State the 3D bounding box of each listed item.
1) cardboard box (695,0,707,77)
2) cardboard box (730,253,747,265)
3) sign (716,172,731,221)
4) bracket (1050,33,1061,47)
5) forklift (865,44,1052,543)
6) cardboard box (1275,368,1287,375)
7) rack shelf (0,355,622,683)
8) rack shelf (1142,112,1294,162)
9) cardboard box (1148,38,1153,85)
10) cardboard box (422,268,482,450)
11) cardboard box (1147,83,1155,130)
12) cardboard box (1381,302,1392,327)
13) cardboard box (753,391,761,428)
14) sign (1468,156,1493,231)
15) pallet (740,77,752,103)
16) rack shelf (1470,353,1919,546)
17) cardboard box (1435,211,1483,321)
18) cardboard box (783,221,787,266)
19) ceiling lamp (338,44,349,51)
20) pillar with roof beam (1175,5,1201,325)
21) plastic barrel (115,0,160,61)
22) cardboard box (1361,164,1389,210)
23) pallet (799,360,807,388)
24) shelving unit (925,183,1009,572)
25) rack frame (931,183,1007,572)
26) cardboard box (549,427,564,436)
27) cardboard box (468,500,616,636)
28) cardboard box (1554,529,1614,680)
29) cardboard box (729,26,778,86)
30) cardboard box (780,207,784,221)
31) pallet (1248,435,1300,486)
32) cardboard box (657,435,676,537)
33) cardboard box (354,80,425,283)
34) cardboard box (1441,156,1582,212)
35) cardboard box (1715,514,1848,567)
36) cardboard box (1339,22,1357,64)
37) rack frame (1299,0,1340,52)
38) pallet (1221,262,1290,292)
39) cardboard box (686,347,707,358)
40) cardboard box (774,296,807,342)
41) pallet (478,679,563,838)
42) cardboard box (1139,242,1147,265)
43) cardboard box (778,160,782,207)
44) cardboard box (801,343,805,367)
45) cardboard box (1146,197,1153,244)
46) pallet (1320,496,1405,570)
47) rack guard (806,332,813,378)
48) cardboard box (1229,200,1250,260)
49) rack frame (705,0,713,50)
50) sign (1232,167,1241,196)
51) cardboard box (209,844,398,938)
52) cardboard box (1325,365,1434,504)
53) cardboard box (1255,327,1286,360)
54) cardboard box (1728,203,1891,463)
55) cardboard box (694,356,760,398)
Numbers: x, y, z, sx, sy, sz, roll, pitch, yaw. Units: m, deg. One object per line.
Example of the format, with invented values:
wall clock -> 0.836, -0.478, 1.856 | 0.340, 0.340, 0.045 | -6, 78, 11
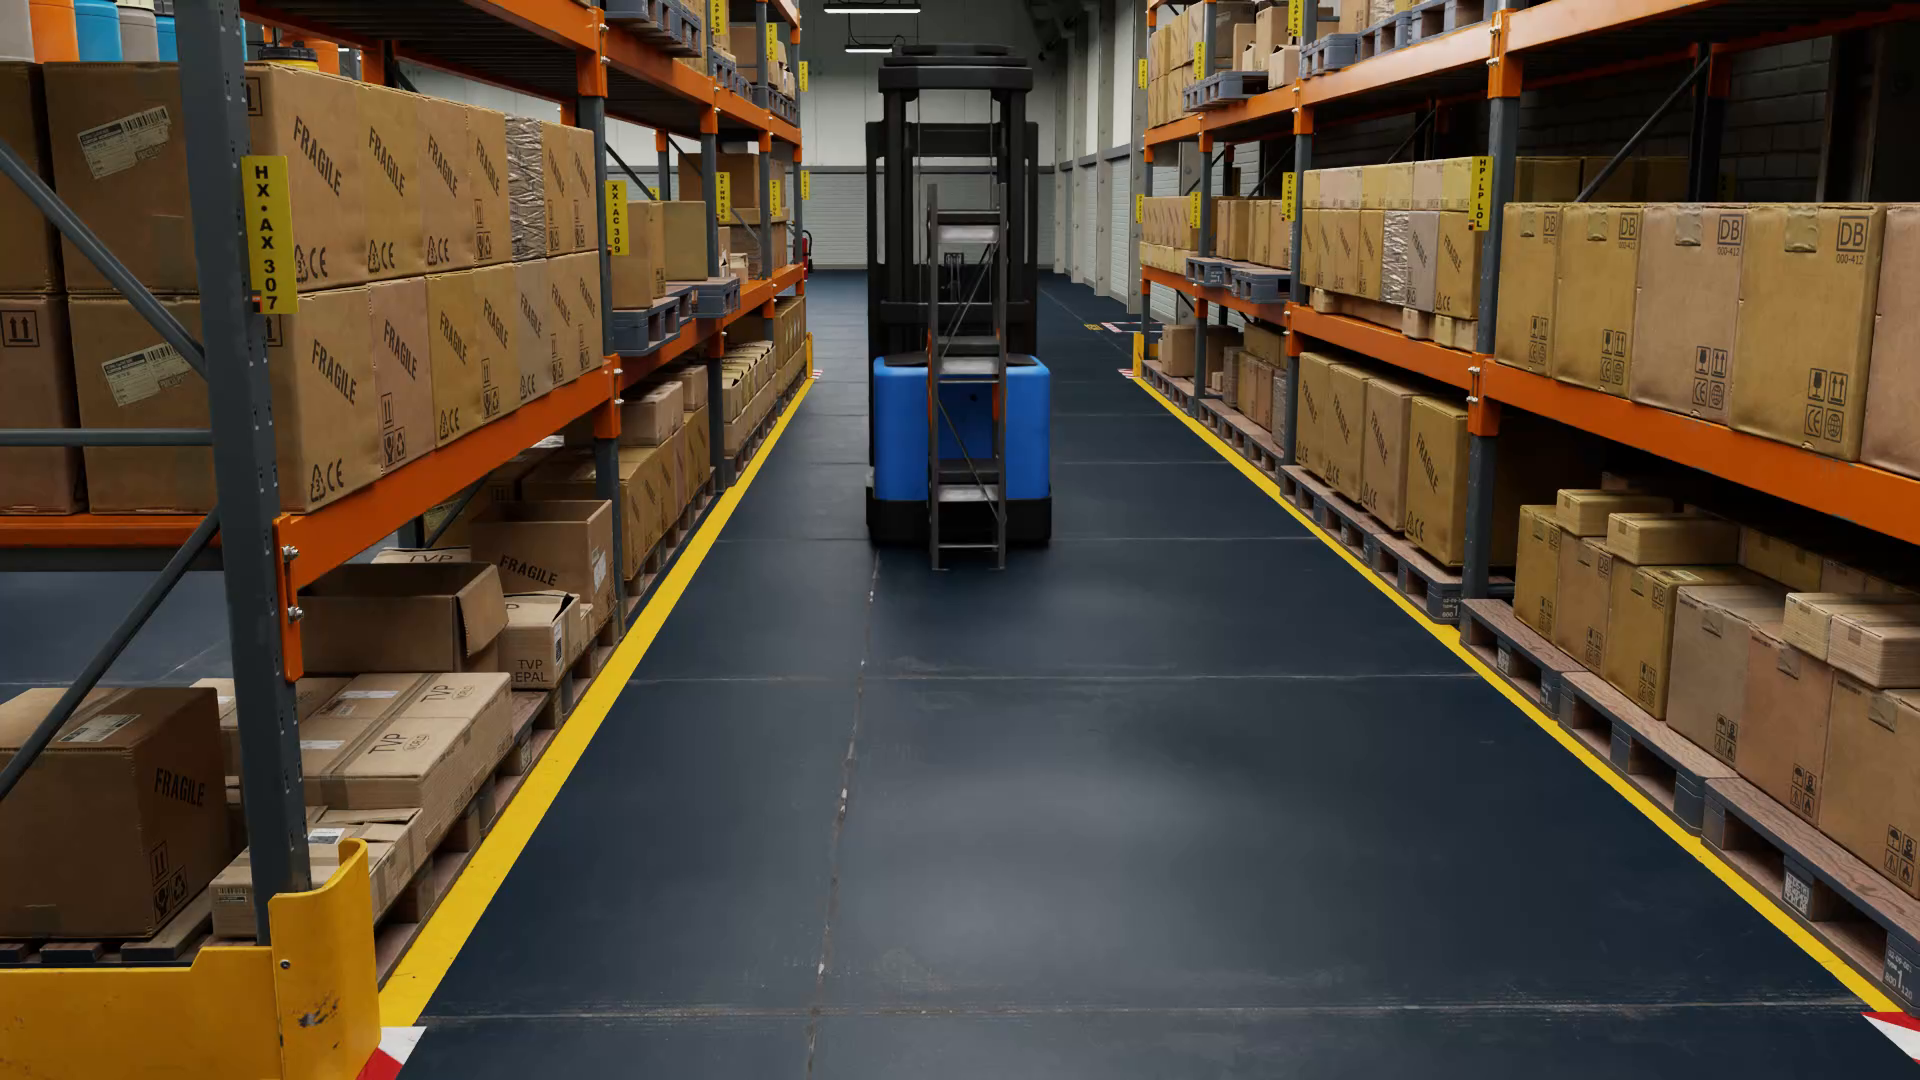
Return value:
cardboard box -> -2.114, -3.234, 10.661 | 0.910, 0.500, 0.500 | 0, 11, -1
cardboard box -> -2.185, -2.426, 14.849 | 0.500, 0.250, 0.500 | 0, 11, 2
sign -> -1.614, -2.335, 11.309 | 0.100, 0.325, 0.005 | 0, 11, -1
bracket -> 2.597, -13.349, 44.172 | 0.076, 0.066, 4.783 | 0, 11, -1
forklift -> -0.064, -1.664, 10.890 | 1.130, 2.935, 3.031 | -1, 11, -3
cardboard box -> 2.835, -1.059, 12.916 | 0.700, 0.500, 0.500 | 0, 11, -1
rack shelf -> -2.033, -0.257, 5.588 | 1.077, 0.370, 4.000 | 0, 11, -1
rack shelf -> 2.672, -4.133, 17.152 | 1.077, 0.370, 4.000 | 0, 11, -1
cardboard box -> 2.396, -5.354, 18.547 | 0.500, 0.500, 0.500 | -1, 12, -5
cardboard box -> -1.760, -0.552, 4.985 | 0.500, 0.500, 0.500 | 0, 11, -1
cardboard box -> 2.388, -4.874, 18.696 | 0.500, 0.500, 0.500 | 0, 11, 0
cardboard box -> 2.612, -1.286, 9.435 | 0.380, 0.149, 0.250 | 0, 11, 1
cardboard box -> -1.912, -1.071, 13.651 | 0.500, 0.250, 0.500 | 0, 11, 0
sign -> 2.336, -1.552, 7.453 | 0.100, 0.325, 0.005 | 0, 11, -1
pallet -> -2.208, -3.798, 14.172 | 0.805, 0.209, 1.217 | -1, 11, -3
rack shelf -> 2.920, -0.278, 5.692 | 1.077, 0.370, 4.000 | 0, 11, -1
cardboard box -> 2.617, -1.323, 7.986 | 0.500, 0.500, 0.500 | 0, 11, -2
cardboard box -> -2.325, -3.348, 18.767 | 0.700, 0.500, 0.500 | 0, 11, -1
ceiling lamp -> -16.386, -14.194, 42.710 | 2.000, 3.185, 0.800 | 0, 11, -1
pillar with roof beam -> -0.918, -7.393, 23.865 | 9.100, 9.000, 0.400 | 0, 11, -1
plastic barrel -> -6.951, -4.063, 13.736 | 0.600, 0.901, 0.600 | 0, 11, 0
cardboard box -> 2.591, -1.996, 9.417 | 0.500, 0.250, 0.500 | 0, 11, -2
pallet -> -2.264, -1.874, 18.763 | 1.003, 0.211, 1.213 | 0, 11, -1
shelving unit -> 0.033, -0.905, 9.237 | 0.431, 2.100, 0.503 | -1, 11, -3
rack frame -> 0.047, -0.856, 8.998 | 0.400, 2.100, 0.015 | -1, 11, -3
cardboard box -> -2.395, -0.393, 9.633 | 0.500, 0.500, 0.500 | -1, 11, -3
cardboard box -> -1.779, 0.115, 7.129 | 0.500, 0.500, 0.500 | 0, 11, -1
cardboard box -> 2.799, 0.240, 6.560 | 0.700, 0.500, 0.500 | 0, 11, -2
cardboard box -> -1.986, -4.492, 15.450 | 0.500, 0.500, 0.500 | 1, 11, 4
cardboard box -> -2.108, -3.531, 18.036 | 0.380, 0.149, 0.250 | 0, 11, 0
pallet -> 2.781, -0.612, 12.543 | 1.003, 0.211, 1.213 | 0, 11, -1
cardboard box -> -1.865, -0.300, 9.173 | 0.500, 0.500, 0.500 | 0, 11, 0
cardboard box -> -1.755, -0.944, 4.400 | 0.500, 0.500, 0.500 | 0, 11, -1
cardboard box -> 2.613, -1.692, 7.917 | 0.500, 0.250, 0.500 | 0, 11, 0
cardboard box -> 3.010, 0.000, 6.112 | 0.380, 0.149, 0.250 | 0, 11, -1
cardboard box -> 3.011, -3.496, 11.900 | 0.500, 0.500, 0.500 | 0, 11, -1
rack frame -> 2.796, -4.763, 10.903 | 1.000, 3.000, 0.127 | 0, 11, -1
pallet -> 2.714, -2.122, 13.458 | 1.003, 0.211, 1.213 | 0, 11, -1
cardboard box -> -2.475, -1.547, 14.591 | 0.500, 0.311, 0.500 | 0, 11, -2
cardboard box -> -2.013, -2.512, 18.872 | 0.500, 0.500, 0.500 | 0, 11, -1
pallet -> -2.033, 0.740, 5.883 | 1.003, 0.211, 1.213 | 0, 11, -1
cardboard box -> 2.323, -3.251, 18.867 | 0.500, 0.250, 0.500 | -1, 11, -3
cardboard box -> -2.308, -3.869, 18.071 | 0.700, 0.500, 0.500 | -1, 11, -3
cardboard box -> -1.993, -2.046, 18.457 | 0.500, 0.250, 0.500 | 0, 11, -1
cardboard box -> 2.340, -3.523, 18.319 | 0.500, 0.500, 0.500 | 0, 11, -1
pallet -> 2.759, -0.057, 9.811 | 1.003, 0.211, 1.213 | 0, 11, -1
rack guard -> -2.322, -2.172, 19.507 | 1.175, 0.500, 0.348 | 0, 11, -1
cardboard box -> 2.694, -2.670, 14.318 | 0.700, 0.500, 0.500 | 1, 12, 5
rack frame -> -2.157, -4.742, 10.799 | 1.000, 3.000, 0.127 | 0, 11, -1
sign -> 3.186, -4.134, 19.184 | 0.100, 0.325, 0.005 | 0, 11, -1
cardboard box -> -1.656, 0.885, 4.214 | 0.380, 0.149, 0.250 | 0, 11, -1
cardboard box -> 2.692, -0.654, 10.090 | 0.750, 0.750, 0.750 | 0, 11, -1
cardboard box -> 2.772, -1.639, 13.887 | 0.500, 0.250, 0.500 | -1, 11, -3
cardboard box -> 2.915, -0.626, 4.844 | 0.980, 0.700, 0.700 | 0, 11, -2
cardboard box -> -1.913, -1.348, 13.609 | 0.500, 0.311, 0.500 | 0, 11, -2
